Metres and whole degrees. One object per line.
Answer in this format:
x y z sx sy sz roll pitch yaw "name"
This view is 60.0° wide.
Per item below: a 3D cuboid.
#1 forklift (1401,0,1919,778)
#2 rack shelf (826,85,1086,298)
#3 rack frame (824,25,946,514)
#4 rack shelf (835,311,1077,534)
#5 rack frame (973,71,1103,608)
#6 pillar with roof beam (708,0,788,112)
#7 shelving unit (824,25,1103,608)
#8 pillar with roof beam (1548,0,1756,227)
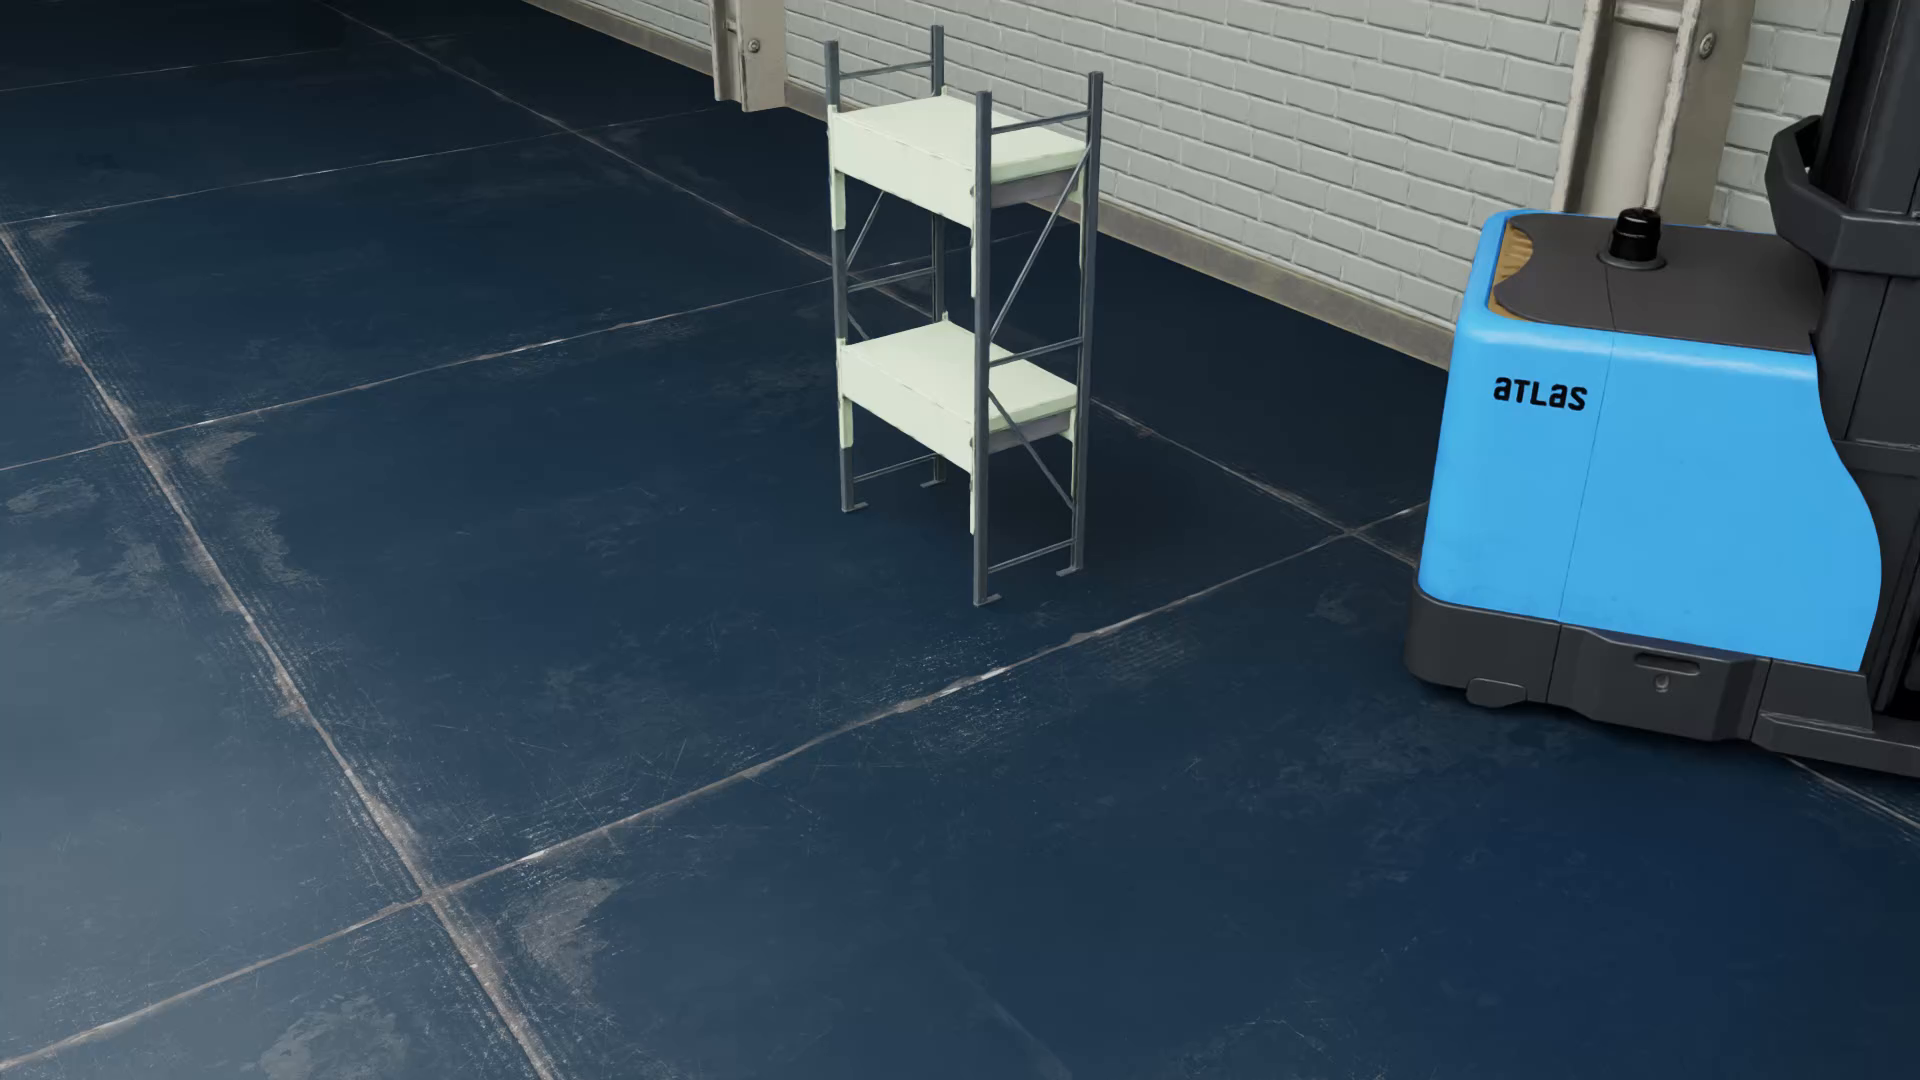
2.766 -0.851 3.745 3.031 2.935 1.130 10 30 17 "forklift"
-0.004 -1.005 4.711 0.431 0.370 0.720 -19 34 -31 "rack shelf"
-0.216 -0.804 5.159 0.400 1.500 0.023 -19 34 -31 "rack frame"
-0.004 -0.375 5.052 0.431 0.370 0.720 -19 34 -31 "rack shelf"
0.208 -0.519 4.635 0.400 1.500 0.023 -19 34 -31 "rack frame"
-4.780 -5.446 5.848 9.100 9.000 0.400 -19 34 -31 "pillar with roof beam"
-0.004 -0.662 4.897 0.431 1.500 0.755 -19 34 -31 "shelving unit"
-1.300 -3.113 1.553 9.100 9.000 0.400 -19 34 -31 "pillar with roof beam"
